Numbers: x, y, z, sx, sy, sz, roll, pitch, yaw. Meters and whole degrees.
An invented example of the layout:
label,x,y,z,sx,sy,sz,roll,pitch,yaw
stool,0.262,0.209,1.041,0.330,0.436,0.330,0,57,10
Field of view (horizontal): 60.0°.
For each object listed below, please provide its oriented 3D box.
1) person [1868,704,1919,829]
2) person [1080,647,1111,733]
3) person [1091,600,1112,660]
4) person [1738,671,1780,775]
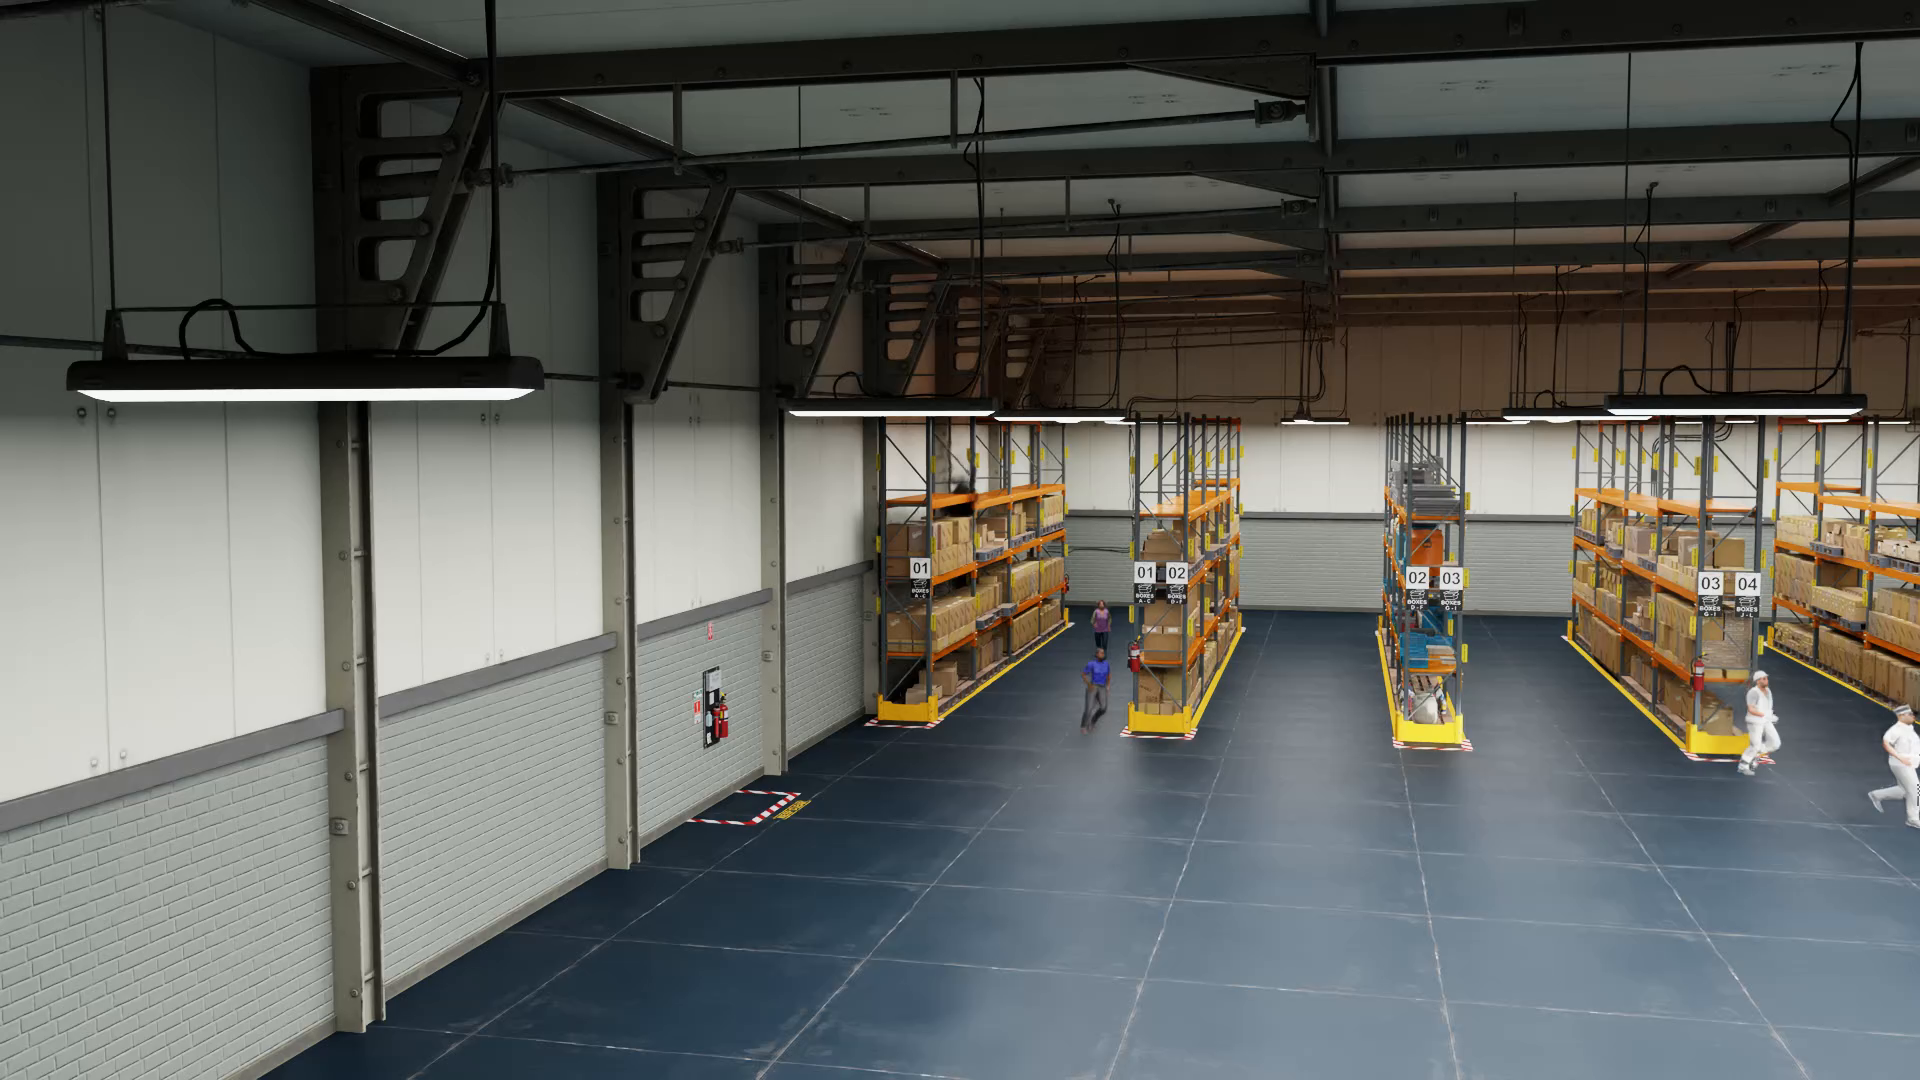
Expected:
label,x,y,z,sx,sy,sz,roll,pitch,yaw
person,13.544,3.238,23.952,0.843,1.776,0.663,3,5,41
person,2.587,2.816,31.120,0.641,1.605,0.582,-1,4,-17
person,3.413,2.221,40.214,0.525,1.589,0.809,0,4,-1
person,13.157,3.003,27.266,0.692,1.735,0.711,-2,4,-29
